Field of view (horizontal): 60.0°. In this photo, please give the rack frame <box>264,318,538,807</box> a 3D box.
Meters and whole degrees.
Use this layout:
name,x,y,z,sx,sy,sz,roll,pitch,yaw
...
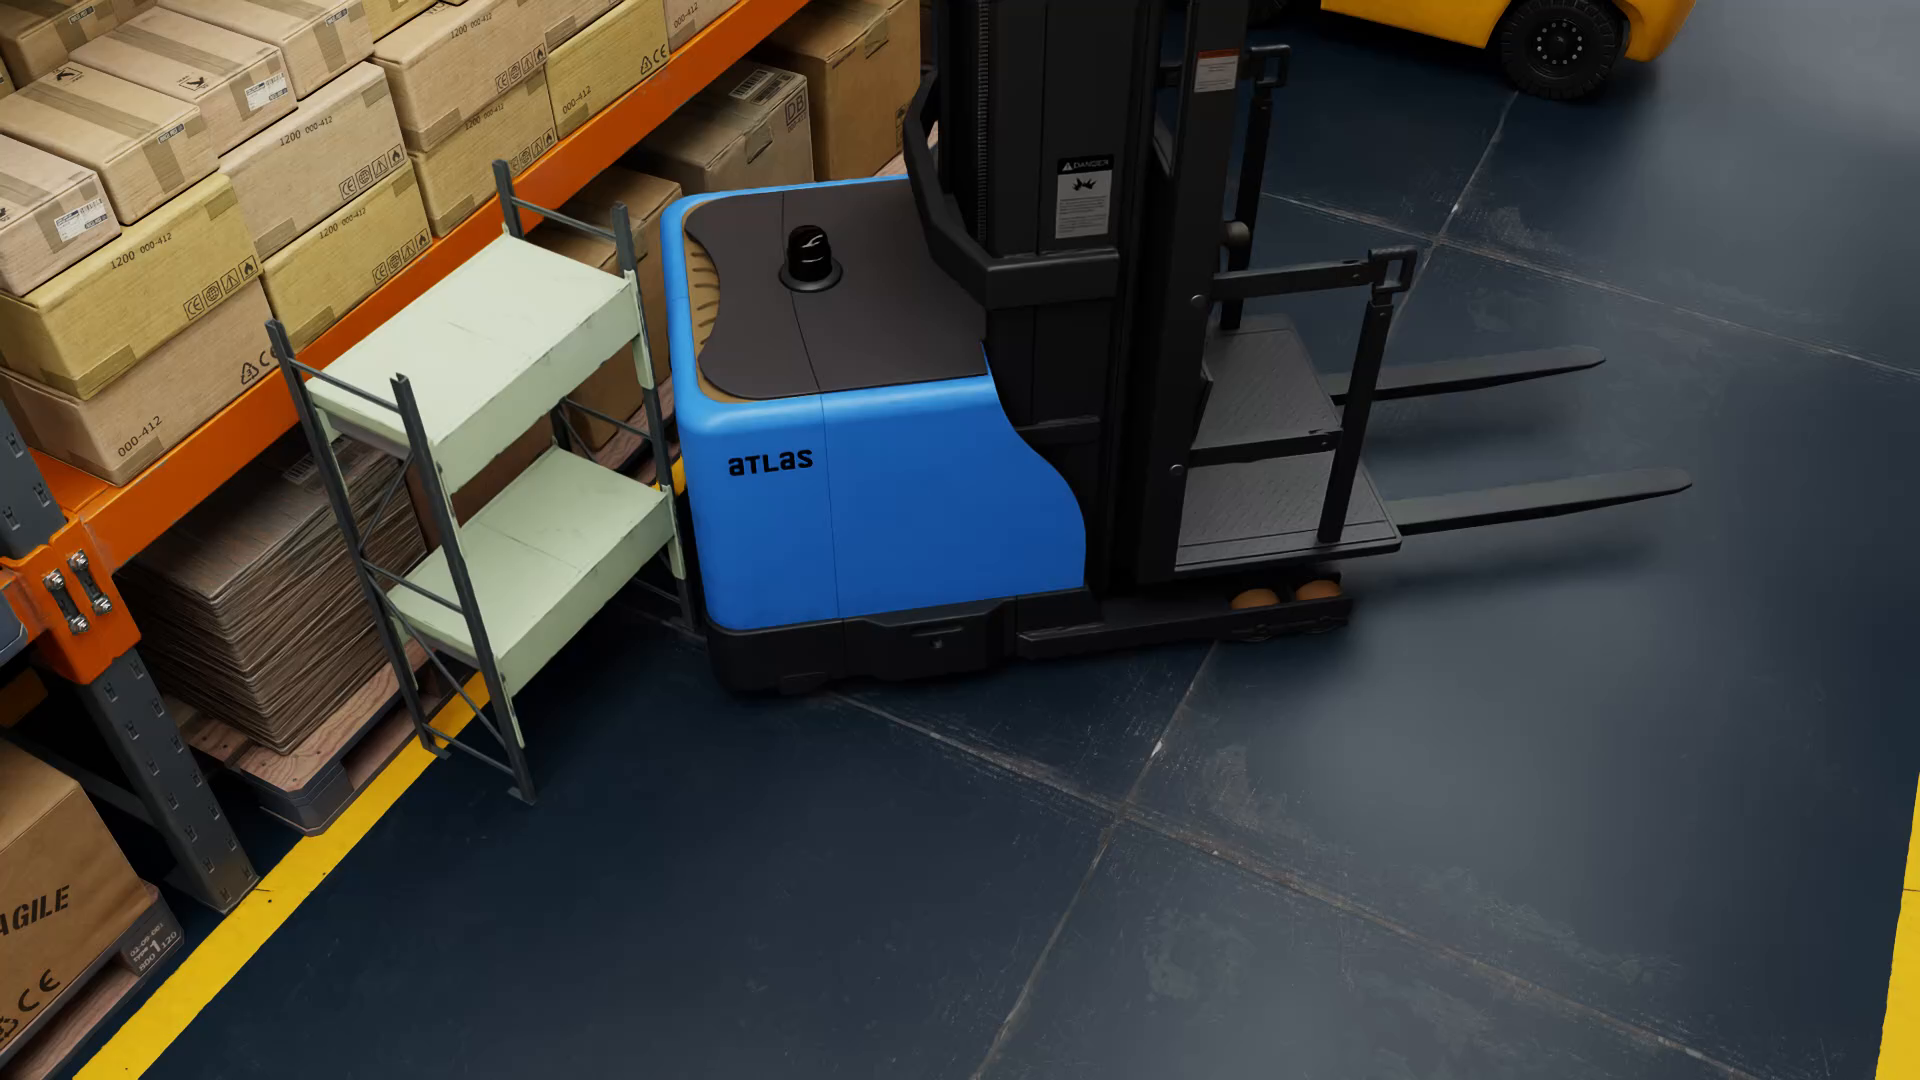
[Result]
name,x,y,z,sx,sy,sz,roll,pitch,yaw
rack frame,-1.332,0.122,4.075,0.400,1.500,0.023,22,49,21

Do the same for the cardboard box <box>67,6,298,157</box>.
name,x,y,z,sx,sy,sz,roll,pitch,yaw
cardboard box,-1.677,-0.992,3.595,0.380,0.149,0.250,22,49,20

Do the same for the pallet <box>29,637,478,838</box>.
name,x,y,z,sx,sy,sz,roll,pitch,yaw
pallet,-1.888,0.188,4.916,1.003,0.211,1.213,20,49,19

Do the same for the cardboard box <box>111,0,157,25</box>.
name,x,y,z,sx,sy,sz,roll,pitch,yaw
cardboard box,-2.084,-1.344,3.943,0.380,0.149,0.250,20,49,18

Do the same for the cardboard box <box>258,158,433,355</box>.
name,x,y,z,sx,sy,sz,roll,pitch,yaw
cardboard box,-1.645,-0.748,3.986,0.500,0.250,0.500,19,48,18

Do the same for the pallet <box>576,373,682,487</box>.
name,x,y,z,sx,sy,sz,roll,pitch,yaw
pallet,-1.321,-0.578,5.672,1.003,0.211,1.213,20,49,19

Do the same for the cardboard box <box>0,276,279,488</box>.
name,x,y,z,sx,sy,sz,roll,pitch,yaw
cardboard box,-1.883,-0.433,3.674,0.500,0.250,0.500,21,49,19

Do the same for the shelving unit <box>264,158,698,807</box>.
name,x,y,z,sx,sy,sz,roll,pitch,yaw
shelving unit,-1.148,-0.103,4.297,0.431,1.500,0.755,22,49,21

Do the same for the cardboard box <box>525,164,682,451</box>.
name,x,y,z,sx,sy,sz,roll,pitch,yaw
cardboard box,-1.395,-0.826,5.332,0.875,0.625,0.625,19,48,17

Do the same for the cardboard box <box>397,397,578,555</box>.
name,x,y,z,sx,sy,sz,roll,pitch,yaw
cardboard box,-1.707,-0.402,4.913,0.875,0.625,0.625,22,49,20

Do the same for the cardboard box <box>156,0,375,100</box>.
name,x,y,z,sx,sy,sz,roll,pitch,yaw
cardboard box,-1.567,-1.161,3.762,0.380,0.149,0.250,21,49,19

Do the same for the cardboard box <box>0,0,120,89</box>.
name,x,y,z,sx,sy,sz,roll,pitch,yaw
cardboard box,-2.137,-1.166,3.767,0.380,0.149,0.250,20,49,19

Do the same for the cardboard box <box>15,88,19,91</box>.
name,x,y,z,sx,sy,sz,roll,pitch,yaw
cardboard box,-2.107,-1.107,3.989,0.500,0.250,0.500,21,49,19

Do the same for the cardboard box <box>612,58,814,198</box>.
name,x,y,z,sx,sy,sz,roll,pitch,yaw
cardboard box,-1.048,-1.301,5.801,0.875,0.625,0.625,20,49,19

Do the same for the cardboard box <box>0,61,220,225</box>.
name,x,y,z,sx,sy,sz,roll,pitch,yaw
cardboard box,-1.773,-0.822,3.427,0.380,0.149,0.250,21,49,20

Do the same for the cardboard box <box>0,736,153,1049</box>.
name,x,y,z,sx,sy,sz,roll,pitch,yaw
cardboard box,-2.311,0.782,3.830,0.500,0.500,0.500,22,49,20

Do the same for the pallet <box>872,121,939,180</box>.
name,x,y,z,sx,sy,sz,roll,pitch,yaw
pallet,-0.756,-1.349,6.435,1.003,0.211,1.213,20,49,19

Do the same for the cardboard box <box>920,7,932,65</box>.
name,x,y,z,sx,sy,sz,roll,pitch,yaw
cardboard box,0.070,-2.183,6.936,0.500,0.250,0.500,21,49,19

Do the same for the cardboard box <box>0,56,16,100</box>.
name,x,y,z,sx,sy,sz,roll,pitch,yaw
cardboard box,-2.311,-1.023,3.626,0.380,0.149,0.250,22,49,20

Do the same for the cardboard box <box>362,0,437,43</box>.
name,x,y,z,sx,sy,sz,roll,pitch,yaw
cardboard box,-1.477,-1.329,3.928,0.380,0.149,0.250,21,49,19

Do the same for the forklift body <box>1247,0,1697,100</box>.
name,x,y,z,sx,sy,sz,roll,pitch,yaw
forklift body,2.144,-3.231,6.931,2.313,2.155,1.214,20,49,19

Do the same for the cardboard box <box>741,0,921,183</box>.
name,x,y,z,sx,sy,sz,roll,pitch,yaw
cardboard box,-0.681,-1.787,6.281,0.875,0.625,0.625,23,50,21

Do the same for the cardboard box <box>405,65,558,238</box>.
name,x,y,z,sx,sy,sz,roll,pitch,yaw
cardboard box,-1.412,-1.075,4.309,0.500,0.250,0.500,19,48,18

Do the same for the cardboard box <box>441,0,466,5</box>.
name,x,y,z,sx,sy,sz,roll,pitch,yaw
cardboard box,-1.306,-1.470,4.067,0.380,0.149,0.250,21,49,20

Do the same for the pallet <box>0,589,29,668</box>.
name,x,y,z,sx,sy,sz,roll,pitch,yaw
pallet,-2.558,0.231,3.047,1.213,0.211,1.003,20,49,19

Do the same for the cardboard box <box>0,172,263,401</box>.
name,x,y,z,sx,sy,sz,roll,pitch,yaw
cardboard box,-1.861,-0.600,3.488,0.500,0.250,0.500,20,49,19

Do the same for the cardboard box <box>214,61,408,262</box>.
name,x,y,z,sx,sy,sz,roll,pitch,yaw
cardboard box,-1.649,-0.923,3.808,0.500,0.250,0.500,22,49,20

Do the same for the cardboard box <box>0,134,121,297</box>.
name,x,y,z,sx,sy,sz,roll,pitch,yaw
cardboard box,-1.896,-0.653,3.260,0.380,0.149,0.250,22,49,20

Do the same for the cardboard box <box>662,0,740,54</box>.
name,x,y,z,sx,sy,sz,roll,pitch,yaw
cardboard box,-0.937,-1.729,4.955,0.500,0.250,0.500,21,49,19

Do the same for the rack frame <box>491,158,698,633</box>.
name,x,y,z,sx,sy,sz,roll,pitch,yaw
rack frame,-0.964,-0.328,4.520,0.400,1.500,0.023,22,49,21

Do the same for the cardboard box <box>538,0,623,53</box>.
name,x,y,z,sx,sy,sz,roll,pitch,yaw
cardboard box,-1.176,-1.577,4.454,0.500,0.250,0.500,21,49,20

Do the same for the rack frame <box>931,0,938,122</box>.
name,x,y,z,sx,sy,sz,roll,pitch,yaw
rack frame,-0.448,-2.806,5.915,1.000,3.000,0.127,20,49,19

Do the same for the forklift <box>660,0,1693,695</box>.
name,x,y,z,sx,sy,sz,roll,pitch,yaw
forklift,0.705,-1.093,4.270,3.031,2.935,1.130,-7,46,-7

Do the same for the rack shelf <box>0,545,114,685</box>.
name,x,y,z,sx,sy,sz,roll,pitch,yaw
rack shelf,-3.234,1.226,2.435,1.077,0.370,4.000,20,49,19

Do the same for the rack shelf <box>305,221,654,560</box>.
name,x,y,z,sx,sy,sz,roll,pitch,yaw
rack shelf,-1.148,-0.378,4.020,0.431,0.370,0.720,22,49,21

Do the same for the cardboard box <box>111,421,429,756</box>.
name,x,y,z,sx,sy,sz,roll,pitch,yaw
cardboard box,-2.003,0.012,4.503,0.875,0.625,0.625,22,49,20

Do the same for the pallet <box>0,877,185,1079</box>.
name,x,y,z,sx,sy,sz,roll,pitch,yaw
pallet,-2.685,1.152,3.963,1.003,0.211,1.213,20,49,19

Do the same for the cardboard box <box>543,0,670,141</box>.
name,x,y,z,sx,sy,sz,roll,pitch,yaw
cardboard box,-1.170,-1.401,4.631,0.500,0.250,0.500,22,49,20

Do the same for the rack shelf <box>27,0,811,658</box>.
name,x,y,z,sx,sy,sz,roll,pitch,yaw
rack shelf,-1.377,-1.294,4.925,1.077,0.370,4.000,20,49,19

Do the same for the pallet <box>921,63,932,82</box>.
name,x,y,z,sx,sy,sz,roll,pitch,yaw
pallet,-0.042,-2.313,7.388,1.003,0.211,1.213,20,49,19

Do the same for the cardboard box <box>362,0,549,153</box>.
name,x,y,z,sx,sy,sz,roll,pitch,yaw
cardboard box,-1.390,-1.247,4.128,0.500,0.250,0.500,19,48,18

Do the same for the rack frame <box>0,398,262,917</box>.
name,x,y,z,sx,sy,sz,roll,pitch,yaw
rack frame,-2.305,-0.286,3.424,1.000,3.000,0.127,20,49,19

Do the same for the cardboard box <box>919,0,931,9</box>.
name,x,y,z,sx,sy,sz,roll,pitch,yaw
cardboard box,0.050,-2.366,6.766,0.500,0.250,0.500,20,49,19

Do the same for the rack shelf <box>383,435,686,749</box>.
name,x,y,z,sx,sy,sz,roll,pitch,yaw
rack shelf,-1.148,0.126,4.529,0.431,0.370,0.720,22,49,21
